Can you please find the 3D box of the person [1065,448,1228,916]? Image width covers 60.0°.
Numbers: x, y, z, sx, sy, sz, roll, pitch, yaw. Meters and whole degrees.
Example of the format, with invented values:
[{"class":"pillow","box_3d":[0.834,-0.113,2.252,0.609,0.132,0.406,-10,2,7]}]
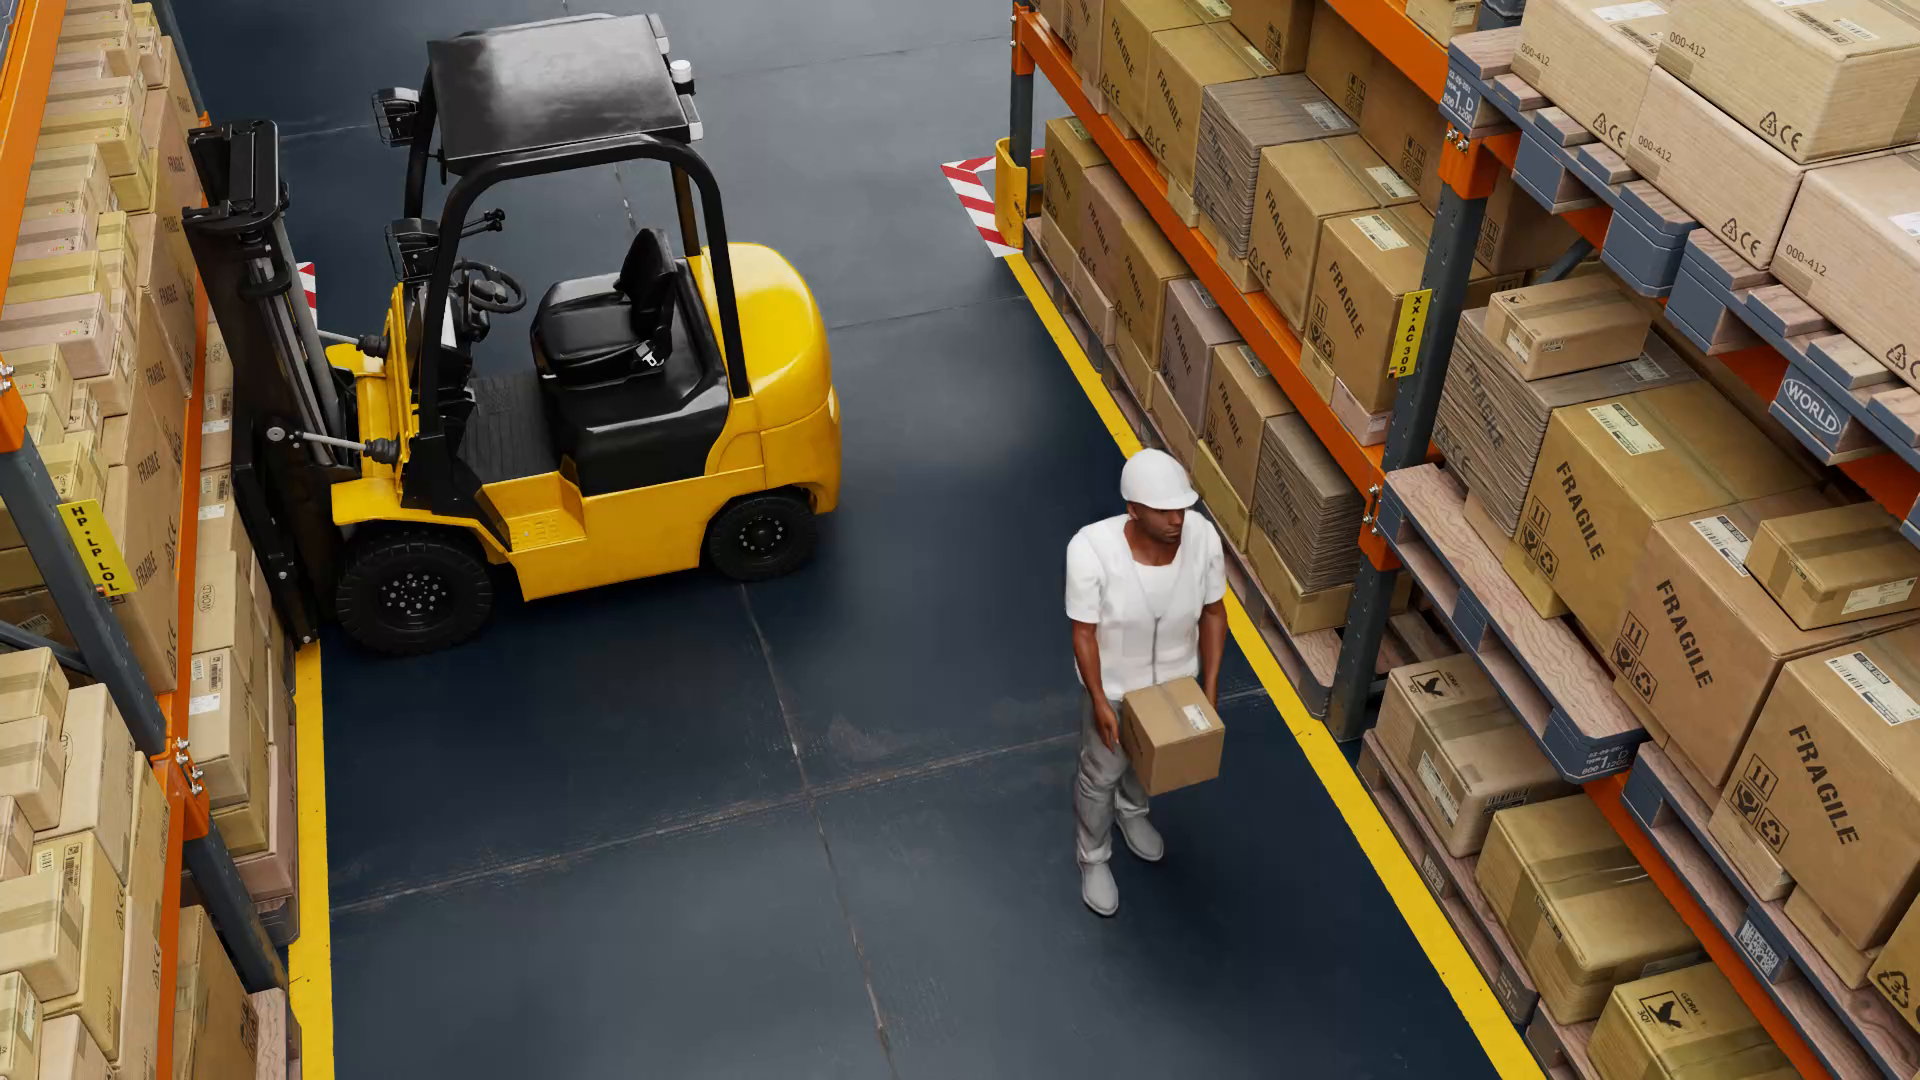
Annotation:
[{"class":"person","box_3d":[0.640,0.486,5.588,0.552,1.771,0.538,-12,43,-13]}]
